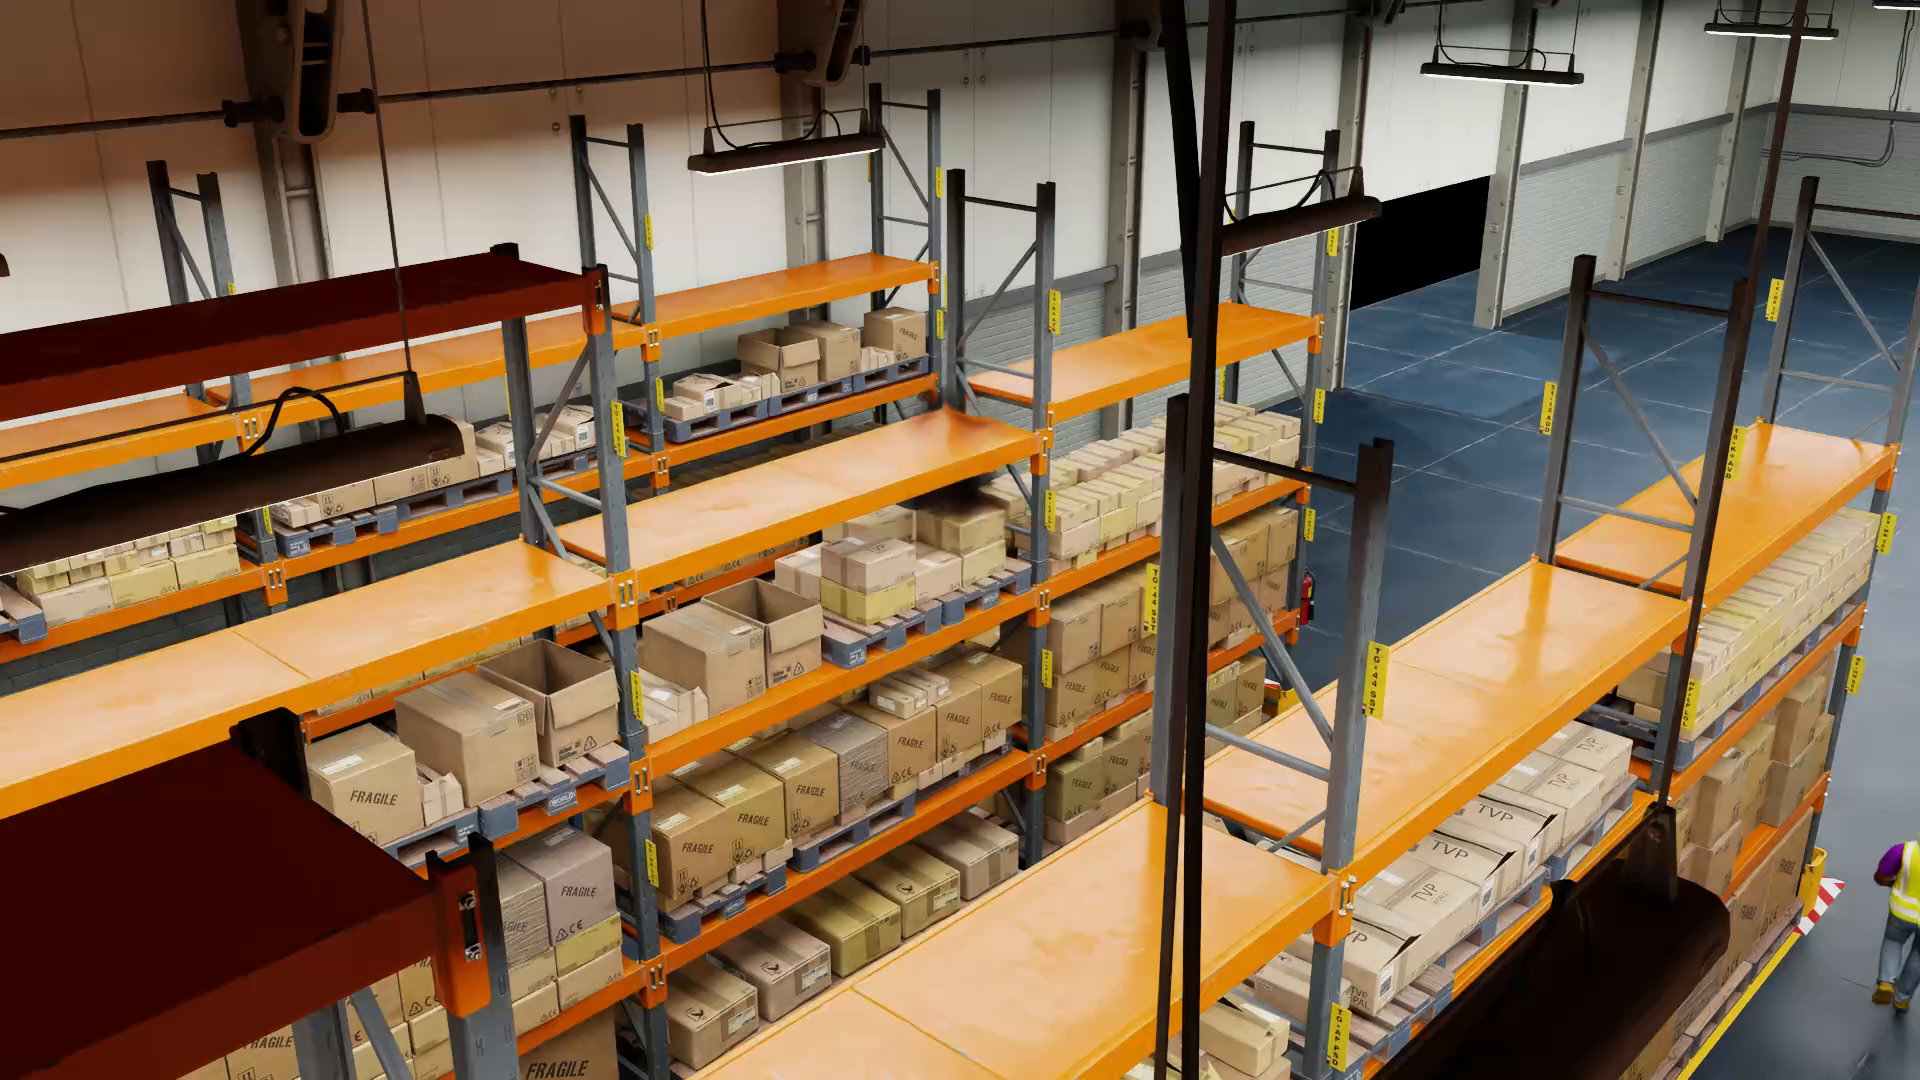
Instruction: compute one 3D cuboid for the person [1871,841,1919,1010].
[{"bbox_3d":[7.184,2.797,12.437,0.700,1.719,0.625,14,25,32],"label":"person"}]
